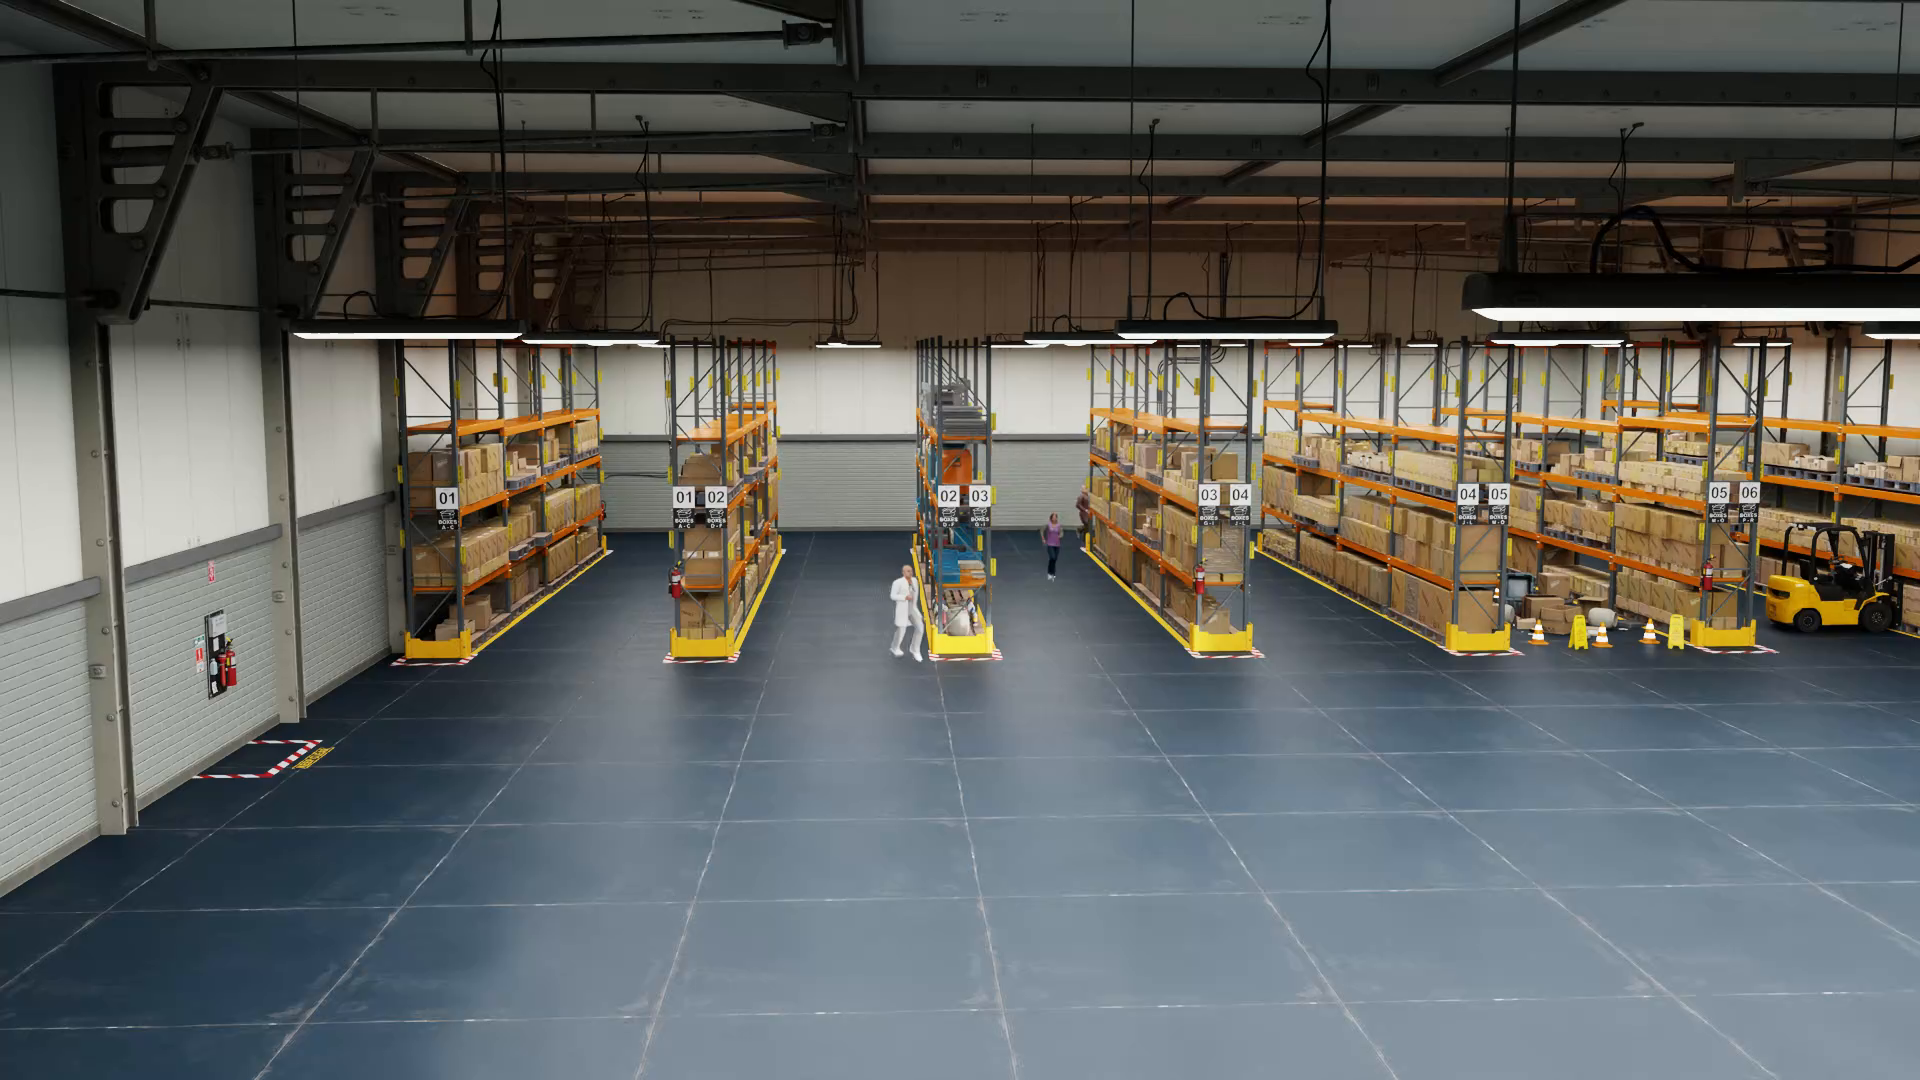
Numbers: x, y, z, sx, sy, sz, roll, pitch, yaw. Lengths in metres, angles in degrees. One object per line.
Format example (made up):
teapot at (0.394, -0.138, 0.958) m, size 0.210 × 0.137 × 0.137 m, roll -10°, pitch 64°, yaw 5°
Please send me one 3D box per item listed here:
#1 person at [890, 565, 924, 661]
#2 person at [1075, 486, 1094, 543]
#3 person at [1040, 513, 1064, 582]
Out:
person at (-1.009, 1.403, 30.919) m, size 0.724 × 1.719 × 0.895 m, roll -4°, pitch 8°, yaw -33°
person at (3.673, -0.749, 49.502) m, size 0.642 × 1.738 × 0.712 m, roll 3°, pitch 7°, yaw 28°
person at (2.206, 0.175, 39.402) m, size 0.505 × 1.637 × 0.649 m, roll -2°, pitch 7°, yaw -17°
